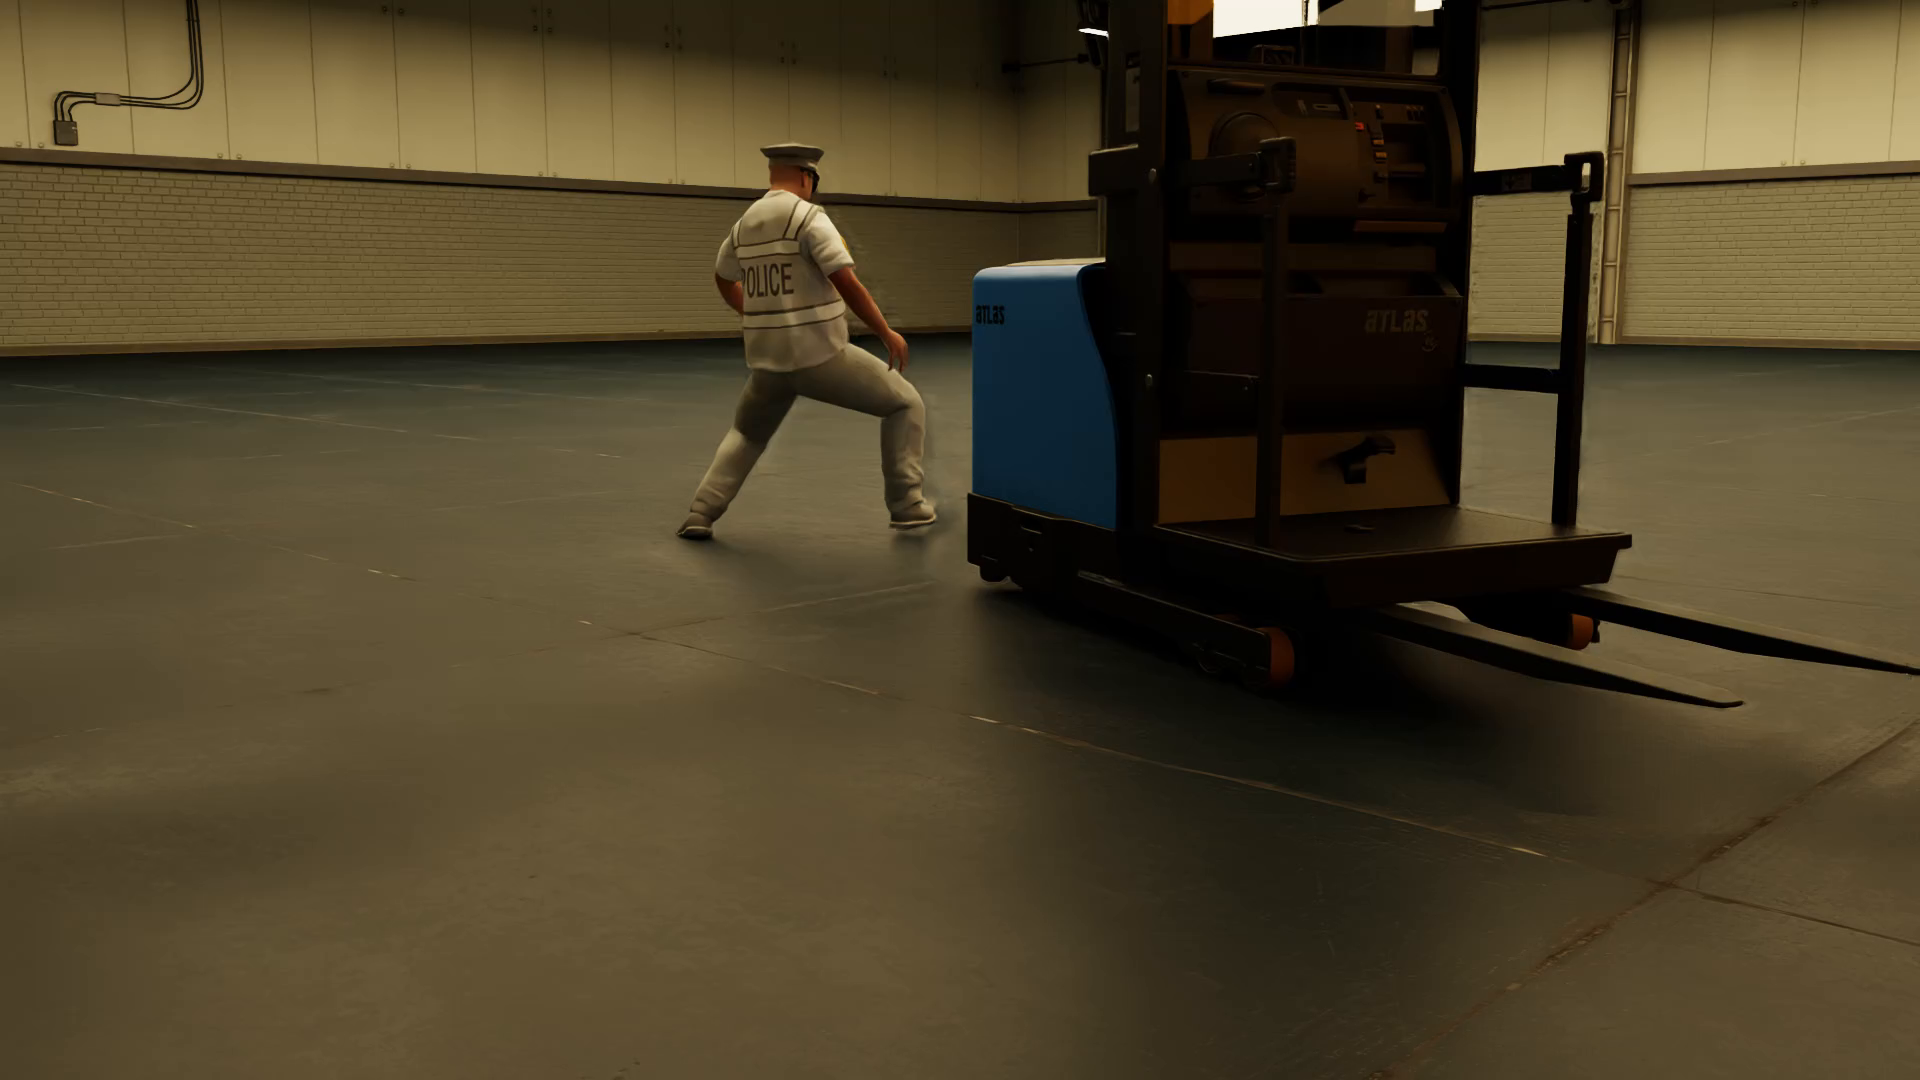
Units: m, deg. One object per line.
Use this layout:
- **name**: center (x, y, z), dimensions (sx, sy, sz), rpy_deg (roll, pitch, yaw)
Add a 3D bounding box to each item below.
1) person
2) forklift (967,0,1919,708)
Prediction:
- **person**: center (-0.665, -0.792, 6.798), dimensions (0.978, 1.621, 0.815), rpy_deg (6, 11, 37)
- **forklift**: center (1.105, -1.142, 4.455), dimensions (1.130, 2.935, 3.031), rpy_deg (-4, 9, -25)
